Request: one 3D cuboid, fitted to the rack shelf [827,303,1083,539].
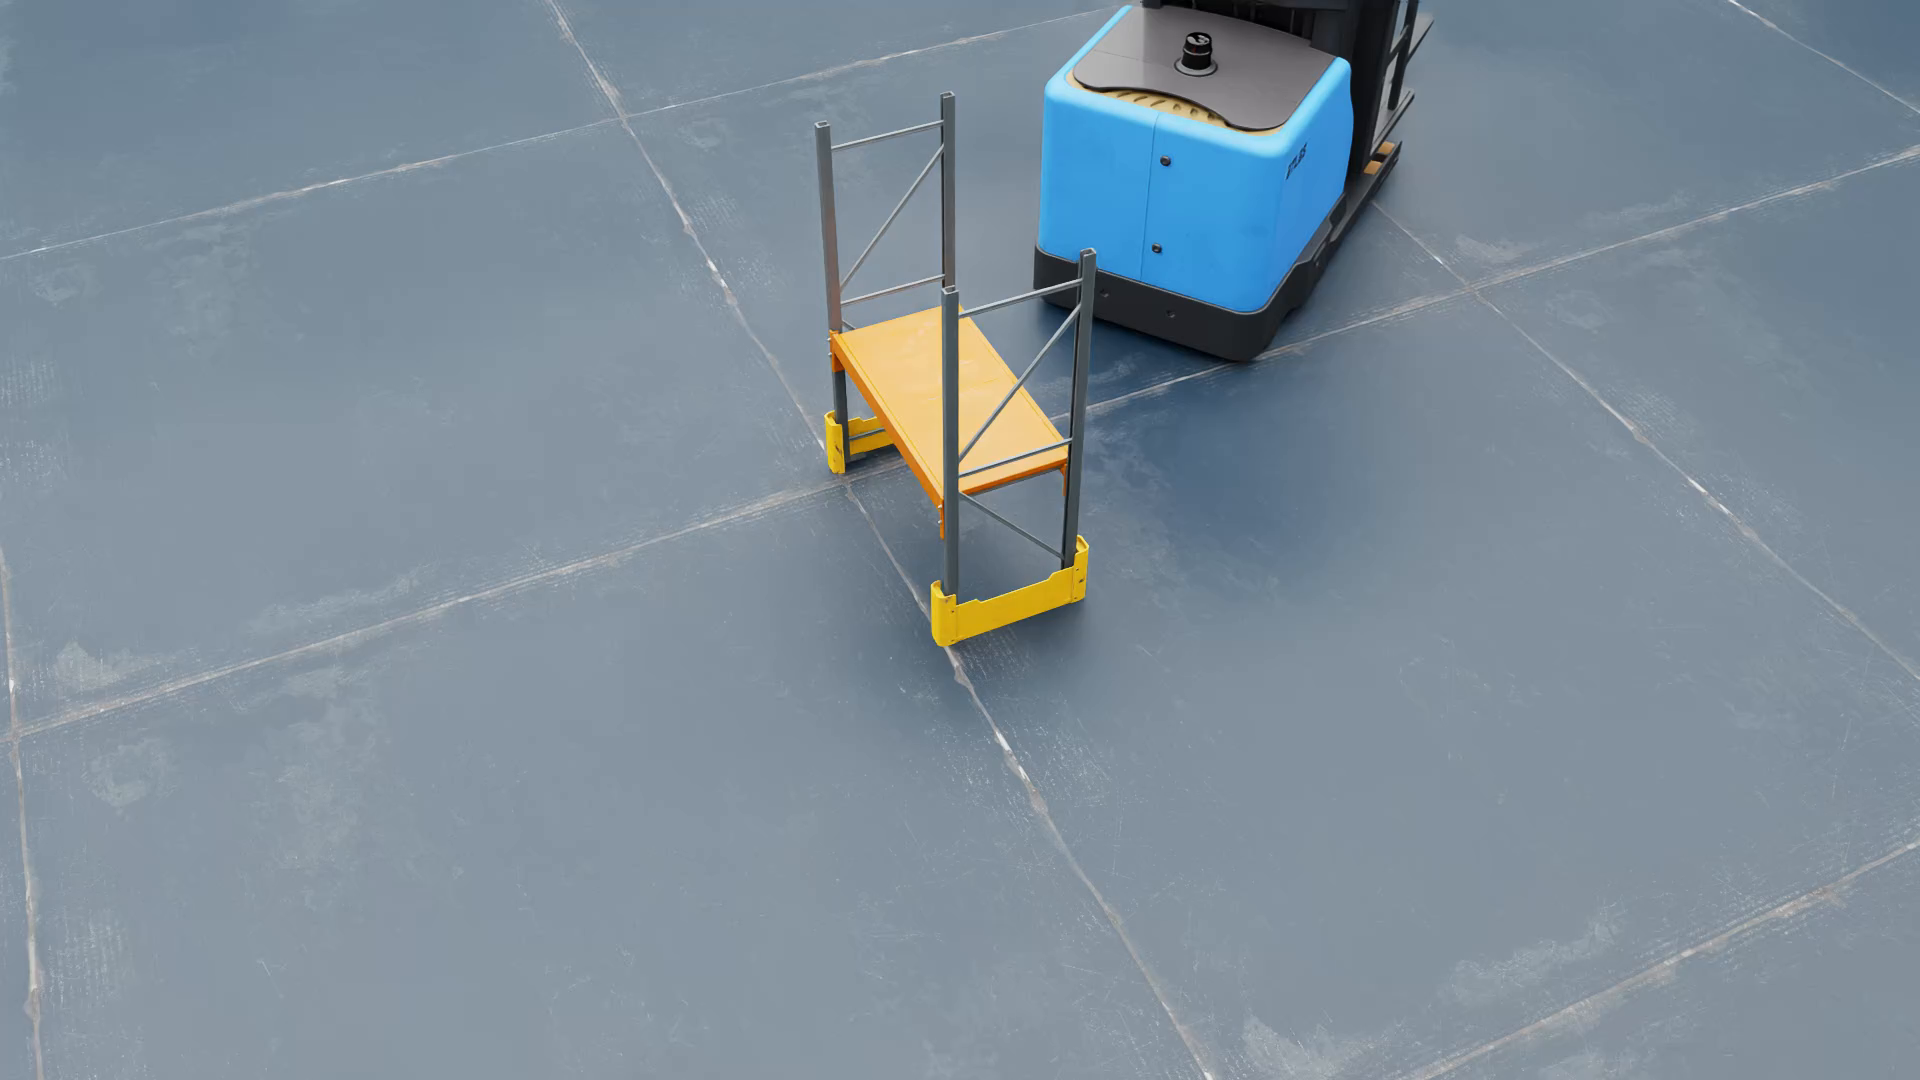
[{"bbox_3d":[-0.036,-0.460,5.905,0.538,0.185,1.000,-18,47,-17],"label":"rack shelf"}]

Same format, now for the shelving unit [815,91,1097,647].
[{"bbox_3d":[-0.032,-0.582,5.772,0.587,1.500,1.083,-18,47,-17],"label":"shelving unit"}]

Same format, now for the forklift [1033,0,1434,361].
[{"bbox_3d":[1.467,-2.819,7.020,1.130,2.935,3.031,21,48,20],"label":"forklift"}]

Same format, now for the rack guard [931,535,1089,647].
[{"bbox_3d":[0.177,0.180,5.890,0.587,0.250,0.087,-18,47,-17],"label":"rack guard"}]

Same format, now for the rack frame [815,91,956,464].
[{"bbox_3d":[-0.250,-0.912,6.107,0.500,1.500,0.032,-18,47,-17],"label":"rack frame"}]

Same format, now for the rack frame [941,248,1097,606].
[{"bbox_3d":[0.178,-0.264,5.450,0.500,1.500,0.032,-18,47,-17],"label":"rack frame"}]

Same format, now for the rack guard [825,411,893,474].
[{"bbox_3d":[-0.241,-0.455,6.533,0.587,0.250,0.087,-18,47,-17],"label":"rack guard"}]
